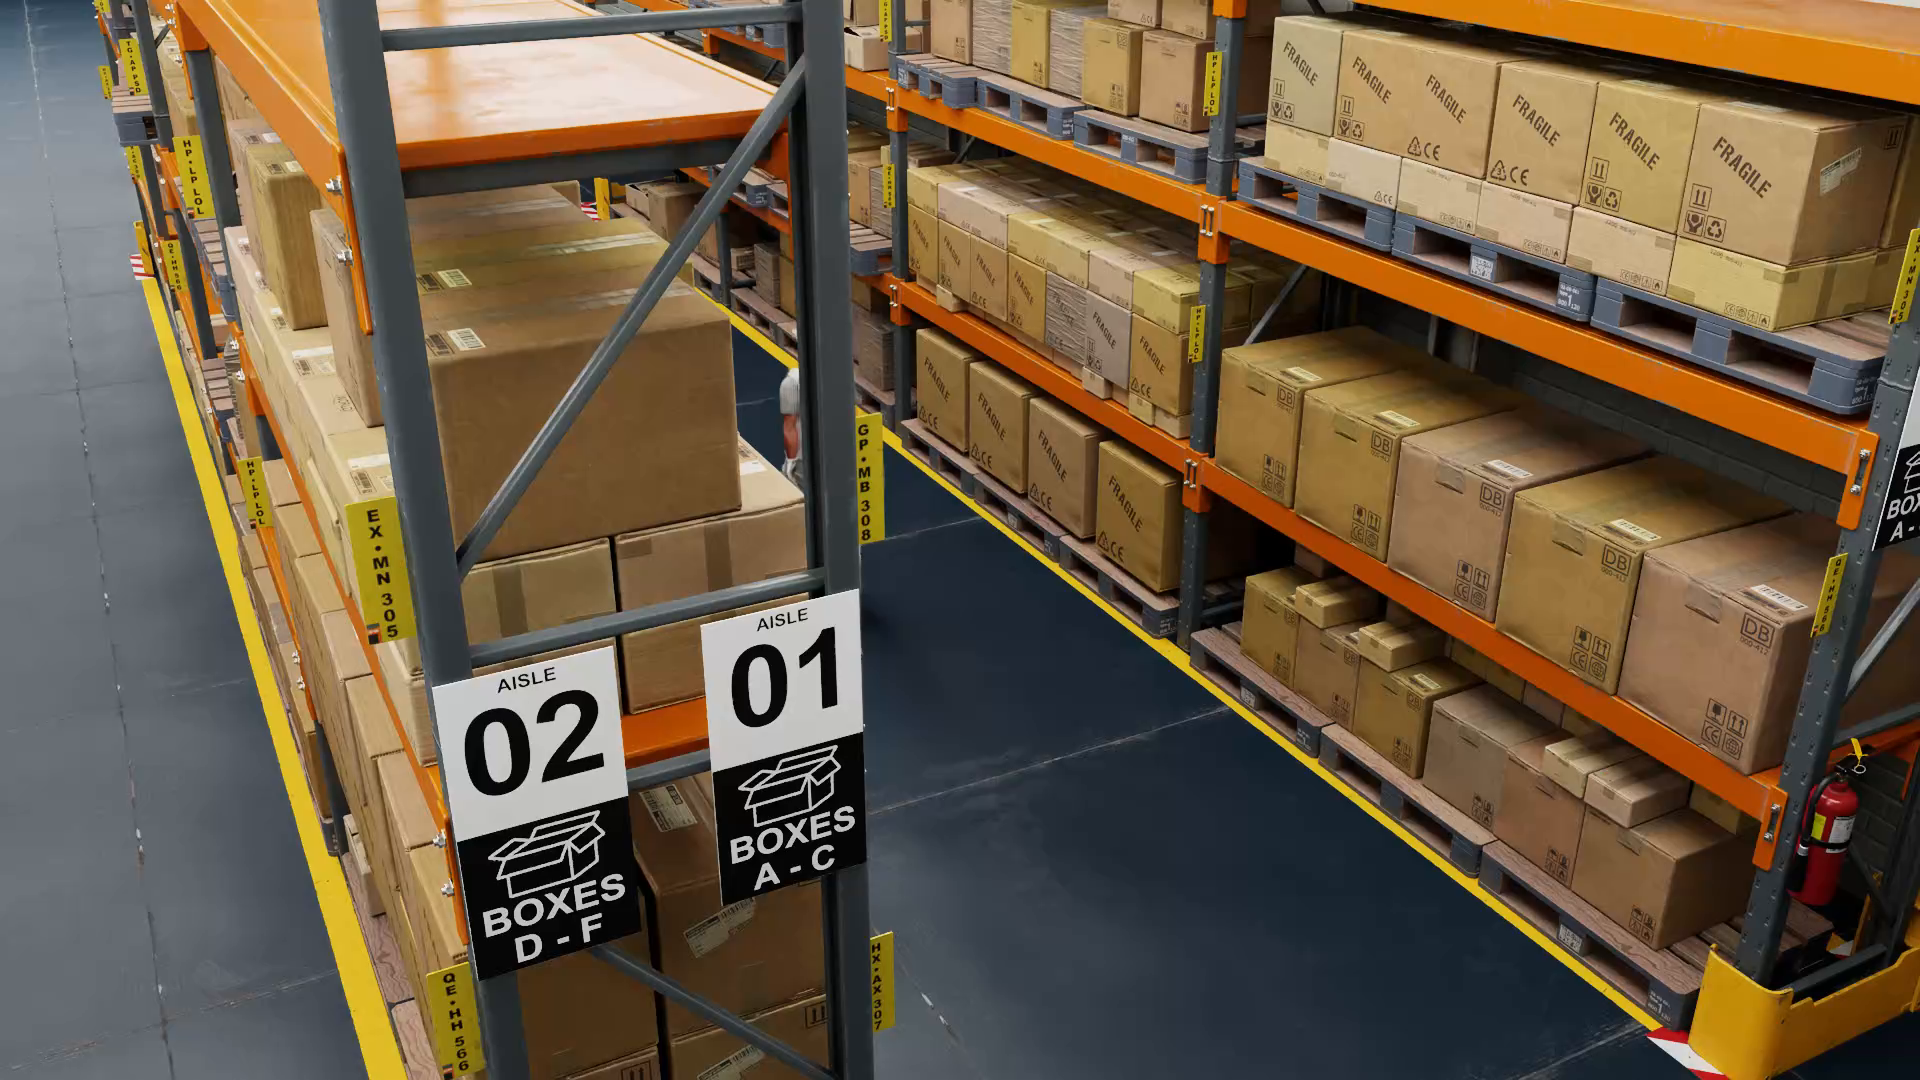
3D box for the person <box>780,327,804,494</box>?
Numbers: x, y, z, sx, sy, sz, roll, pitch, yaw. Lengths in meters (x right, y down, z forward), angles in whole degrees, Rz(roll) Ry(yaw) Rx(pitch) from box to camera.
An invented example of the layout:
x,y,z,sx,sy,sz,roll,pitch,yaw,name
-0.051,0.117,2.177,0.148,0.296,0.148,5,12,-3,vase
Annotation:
x,y,z,sx,sy,sz,roll,pitch,yaw,name
-0.953,-0.610,10.870,0.528,1.722,1.079,-11,27,-22,person
